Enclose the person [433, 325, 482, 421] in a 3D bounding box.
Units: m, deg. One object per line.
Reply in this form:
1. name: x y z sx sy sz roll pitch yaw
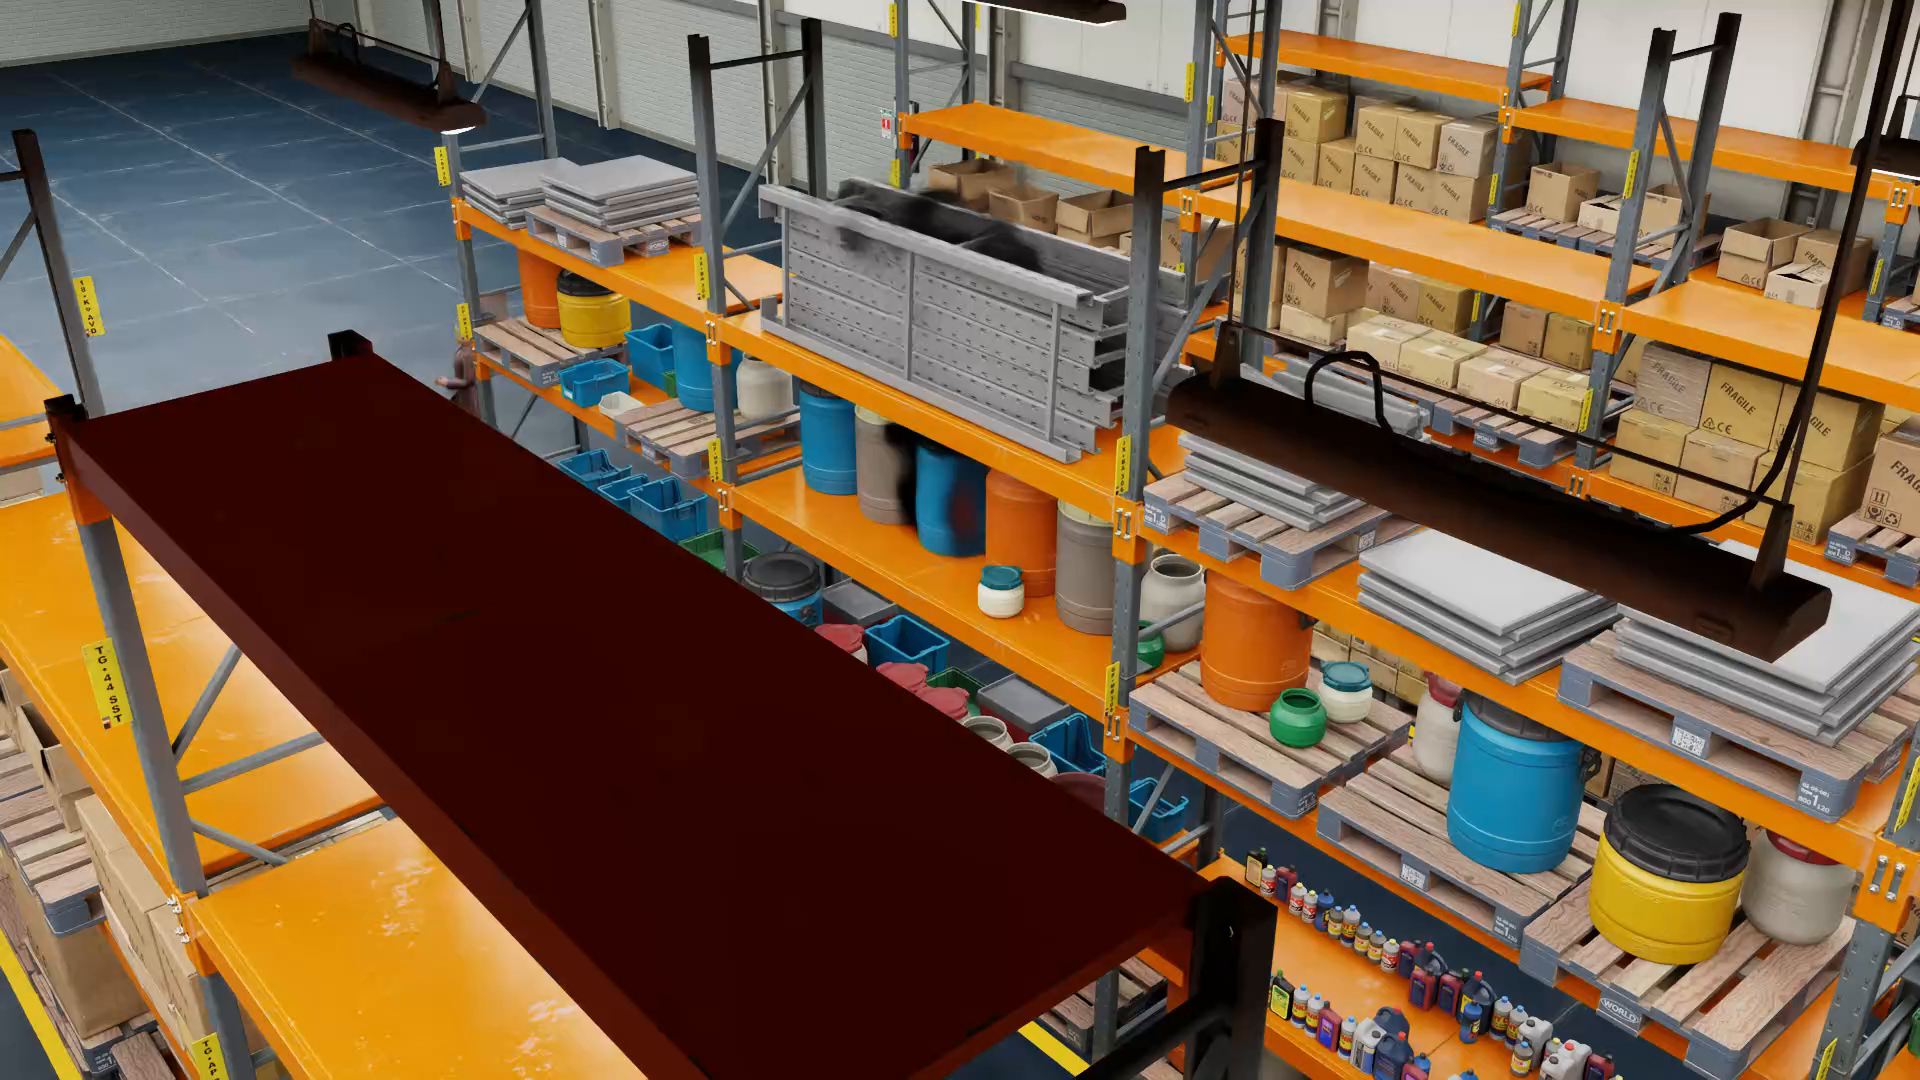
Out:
1. person: -5.563 -1.617 18.799 0.695 1.741 0.693 -9 28 -16
